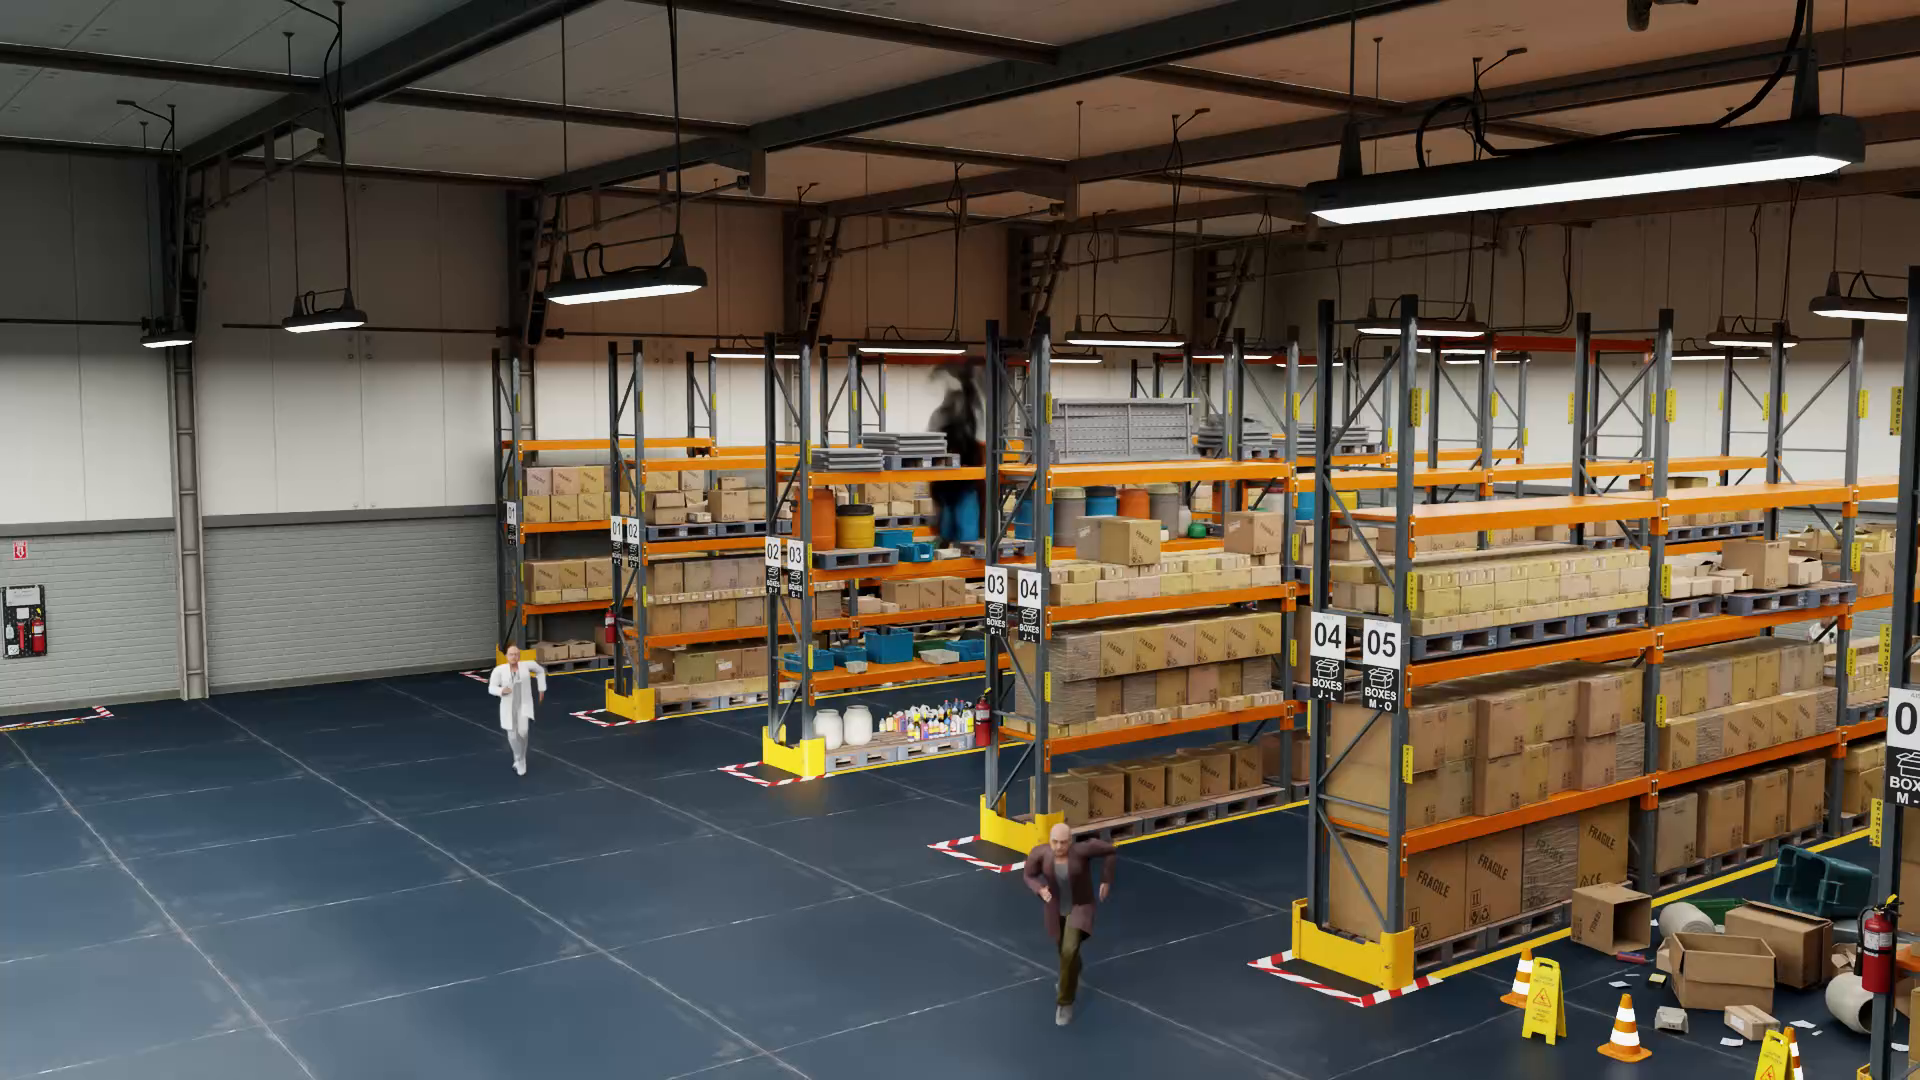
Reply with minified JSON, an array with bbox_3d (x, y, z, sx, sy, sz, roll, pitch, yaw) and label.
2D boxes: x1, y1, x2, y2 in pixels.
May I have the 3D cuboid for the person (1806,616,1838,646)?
[{"bbox_3d":[13.905,1.961,26.747,0.674,1.768,0.766,4,7,40],"label":"person"}]

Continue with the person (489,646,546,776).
[{"bbox_3d":[-5.993,2.301,22.552,0.752,1.764,0.881,-1,5,-14],"label":"person"}]

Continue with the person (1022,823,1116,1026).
[{"bbox_3d":[0.930,3.138,13.929,0.753,1.738,1.071,1,5,15],"label":"person"}]
